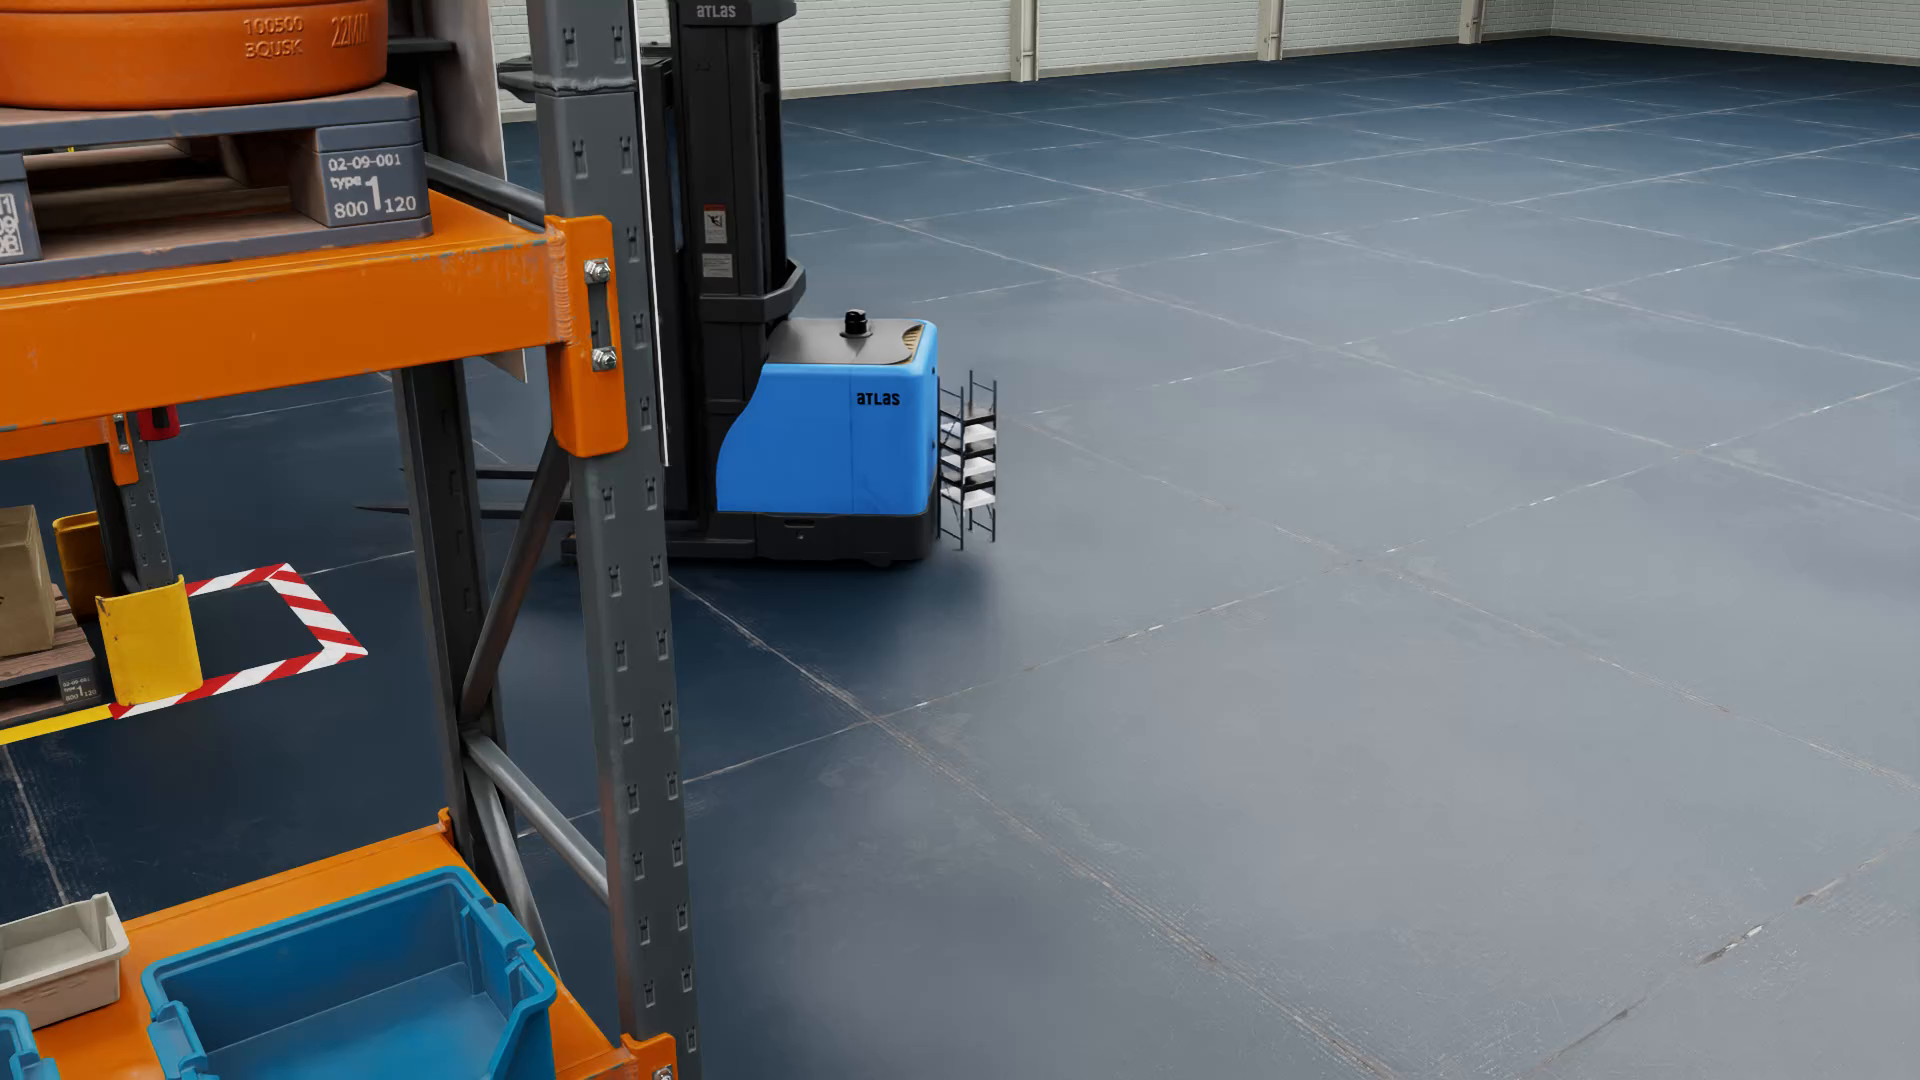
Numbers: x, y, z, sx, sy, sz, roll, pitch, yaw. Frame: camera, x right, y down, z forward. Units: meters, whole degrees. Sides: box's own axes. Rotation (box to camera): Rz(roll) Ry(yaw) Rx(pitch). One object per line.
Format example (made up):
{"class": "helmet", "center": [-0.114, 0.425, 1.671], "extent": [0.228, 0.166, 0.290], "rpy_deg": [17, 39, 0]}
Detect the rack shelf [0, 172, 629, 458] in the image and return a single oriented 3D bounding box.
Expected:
{"class": "rack shelf", "center": [-2.447, -0.037, 1.866], "extent": [4.000, 0.370, 1.077], "rpy_deg": [-15, 26, -33]}

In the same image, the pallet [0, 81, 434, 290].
{"class": "pallet", "center": [-1.552, -0.567, 2.477], "extent": [1.213, 0.211, 1.003], "rpy_deg": [-15, 26, -33]}

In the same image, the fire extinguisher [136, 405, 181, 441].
{"class": "fire extinguisher", "center": [-3.354, -0.751, 6.836], "extent": [0.183, 0.674, 0.296], "rpy_deg": [-15, 26, -33]}

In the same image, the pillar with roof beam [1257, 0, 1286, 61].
{"class": "pillar with roof beam", "center": [8.499, -12.181, 27.282], "extent": [0.400, 9.000, 9.100], "rpy_deg": [-15, 26, -33]}

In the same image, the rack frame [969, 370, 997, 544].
{"class": "rack frame", "center": [0.119, -0.435, 8.771], "extent": [0.006, 0.900, 0.240], "rpy_deg": [-14, 26, -31]}

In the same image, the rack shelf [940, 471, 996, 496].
{"class": "rack shelf", "center": [0.034, -0.299, 8.764], "extent": [0.200, 0.077, 0.258], "rpy_deg": [-14, 26, -31]}

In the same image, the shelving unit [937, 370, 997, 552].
{"class": "shelving unit", "center": [0.034, -0.414, 8.718], "extent": [0.210, 0.900, 0.258], "rpy_deg": [-14, 26, -31]}

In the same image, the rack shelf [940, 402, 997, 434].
{"class": "rack shelf", "center": [0.034, -0.633, 8.630], "extent": [0.200, 0.077, 0.258], "rpy_deg": [-14, 26, -31]}

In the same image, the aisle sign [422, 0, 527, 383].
{"class": "aisle sign", "center": [-0.936, -0.722, 3.151], "extent": [0.004, 0.787, 0.394], "rpy_deg": [-15, 26, -33]}

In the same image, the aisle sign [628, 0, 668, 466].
{"class": "aisle sign", "center": [-0.591, -0.545, 2.706], "extent": [0.004, 0.787, 0.394], "rpy_deg": [-15, 26, -33]}

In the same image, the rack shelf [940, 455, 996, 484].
{"class": "rack shelf", "center": [0.034, -0.383, 8.731], "extent": [0.200, 0.077, 0.258], "rpy_deg": [-14, 26, -31]}

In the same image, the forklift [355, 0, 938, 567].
{"class": "forklift", "center": [-1.649, -1.418, 8.494], "extent": [3.031, 2.935, 1.130], "rpy_deg": [1, 22, 3]}

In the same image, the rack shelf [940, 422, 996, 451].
{"class": "rack shelf", "center": [0.034, -0.550, 8.664], "extent": [0.200, 0.077, 0.258], "rpy_deg": [-14, 26, -31]}

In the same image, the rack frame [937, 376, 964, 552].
{"class": "rack frame", "center": [-0.050, -0.392, 8.665], "extent": [0.006, 0.900, 0.240], "rpy_deg": [-14, 26, -31]}

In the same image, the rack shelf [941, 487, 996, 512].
{"class": "rack shelf", "center": [0.034, -0.215, 8.797], "extent": [0.200, 0.077, 0.258], "rpy_deg": [-14, 26, -31]}

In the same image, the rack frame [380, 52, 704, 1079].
{"class": "rack frame", "center": [-0.823, 0.589, 3.373], "extent": [0.127, 3.000, 1.000], "rpy_deg": [-15, 26, -33]}

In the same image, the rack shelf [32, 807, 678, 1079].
{"class": "rack shelf", "center": [-2.447, 1.356, 2.422], "extent": [4.000, 0.370, 1.077], "rpy_deg": [-15, 26, -33]}

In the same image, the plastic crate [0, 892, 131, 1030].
{"class": "plastic crate", "center": [-1.737, 0.808, 3.179], "extent": [0.250, 0.136, 0.298], "rpy_deg": [-15, 26, -33]}

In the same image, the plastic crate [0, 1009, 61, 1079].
{"class": "plastic crate", "center": [-1.585, 0.995, 2.556], "extent": [0.408, 0.251, 0.499], "rpy_deg": [-15, 26, -33]}

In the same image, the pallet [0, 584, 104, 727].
{"class": "pallet", "center": [-4.458, 0.576, 7.169], "extent": [1.213, 0.211, 1.003], "rpy_deg": [-15, 26, -33]}

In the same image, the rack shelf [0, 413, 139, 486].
{"class": "rack shelf", "center": [-5.339, -0.134, 6.156], "extent": [4.000, 0.370, 1.077], "rpy_deg": [-15, 26, -33]}

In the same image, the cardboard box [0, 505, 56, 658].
{"class": "cardboard box", "center": [-4.232, 0.195, 7.167], "extent": [0.500, 0.500, 0.500], "rpy_deg": [-10, 24, -23]}

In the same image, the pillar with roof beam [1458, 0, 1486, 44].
{"class": "pillar with roof beam", "center": [13.370, -13.480, 30.536], "extent": [0.400, 9.000, 9.100], "rpy_deg": [-15, 26, -33]}

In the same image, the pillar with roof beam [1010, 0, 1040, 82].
{"class": "pillar with roof beam", "center": [3.629, -10.883, 24.027], "extent": [0.400, 9.000, 9.100], "rpy_deg": [-15, 26, -33]}

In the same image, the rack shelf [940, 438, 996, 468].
{"class": "rack shelf", "center": [0.034, -0.466, 8.697], "extent": [0.200, 0.077, 0.258], "rpy_deg": [-14, 26, -31]}

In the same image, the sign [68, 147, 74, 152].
{"class": "sign", "center": [-3.408, -1.414, 6.405], "extent": [0.005, 0.325, 0.100], "rpy_deg": [-15, 26, -33]}

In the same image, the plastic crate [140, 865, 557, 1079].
{"class": "plastic crate", "center": [-1.055, 0.856, 2.904], "extent": [0.616, 0.251, 0.499], "rpy_deg": [-15, 26, -33]}

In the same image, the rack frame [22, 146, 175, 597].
{"class": "rack frame", "center": [-3.716, -0.901, 7.107], "extent": [0.127, 3.000, 1.000], "rpy_deg": [-15, 26, -33]}

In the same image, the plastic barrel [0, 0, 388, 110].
{"class": "plastic barrel", "center": [-1.143, -1.055, 2.300], "extent": [0.708, 0.830, 0.600], "rpy_deg": [-15, 26, -33]}

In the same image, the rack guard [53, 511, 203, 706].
{"class": "rack guard", "center": [-3.777, 0.276, 7.529], "extent": [0.348, 0.500, 1.175], "rpy_deg": [-15, 26, -33]}

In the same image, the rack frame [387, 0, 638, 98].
{"class": "rack frame", "center": [-0.823, -2.197, 2.261], "extent": [0.127, 3.000, 1.000], "rpy_deg": [-15, 26, -33]}
